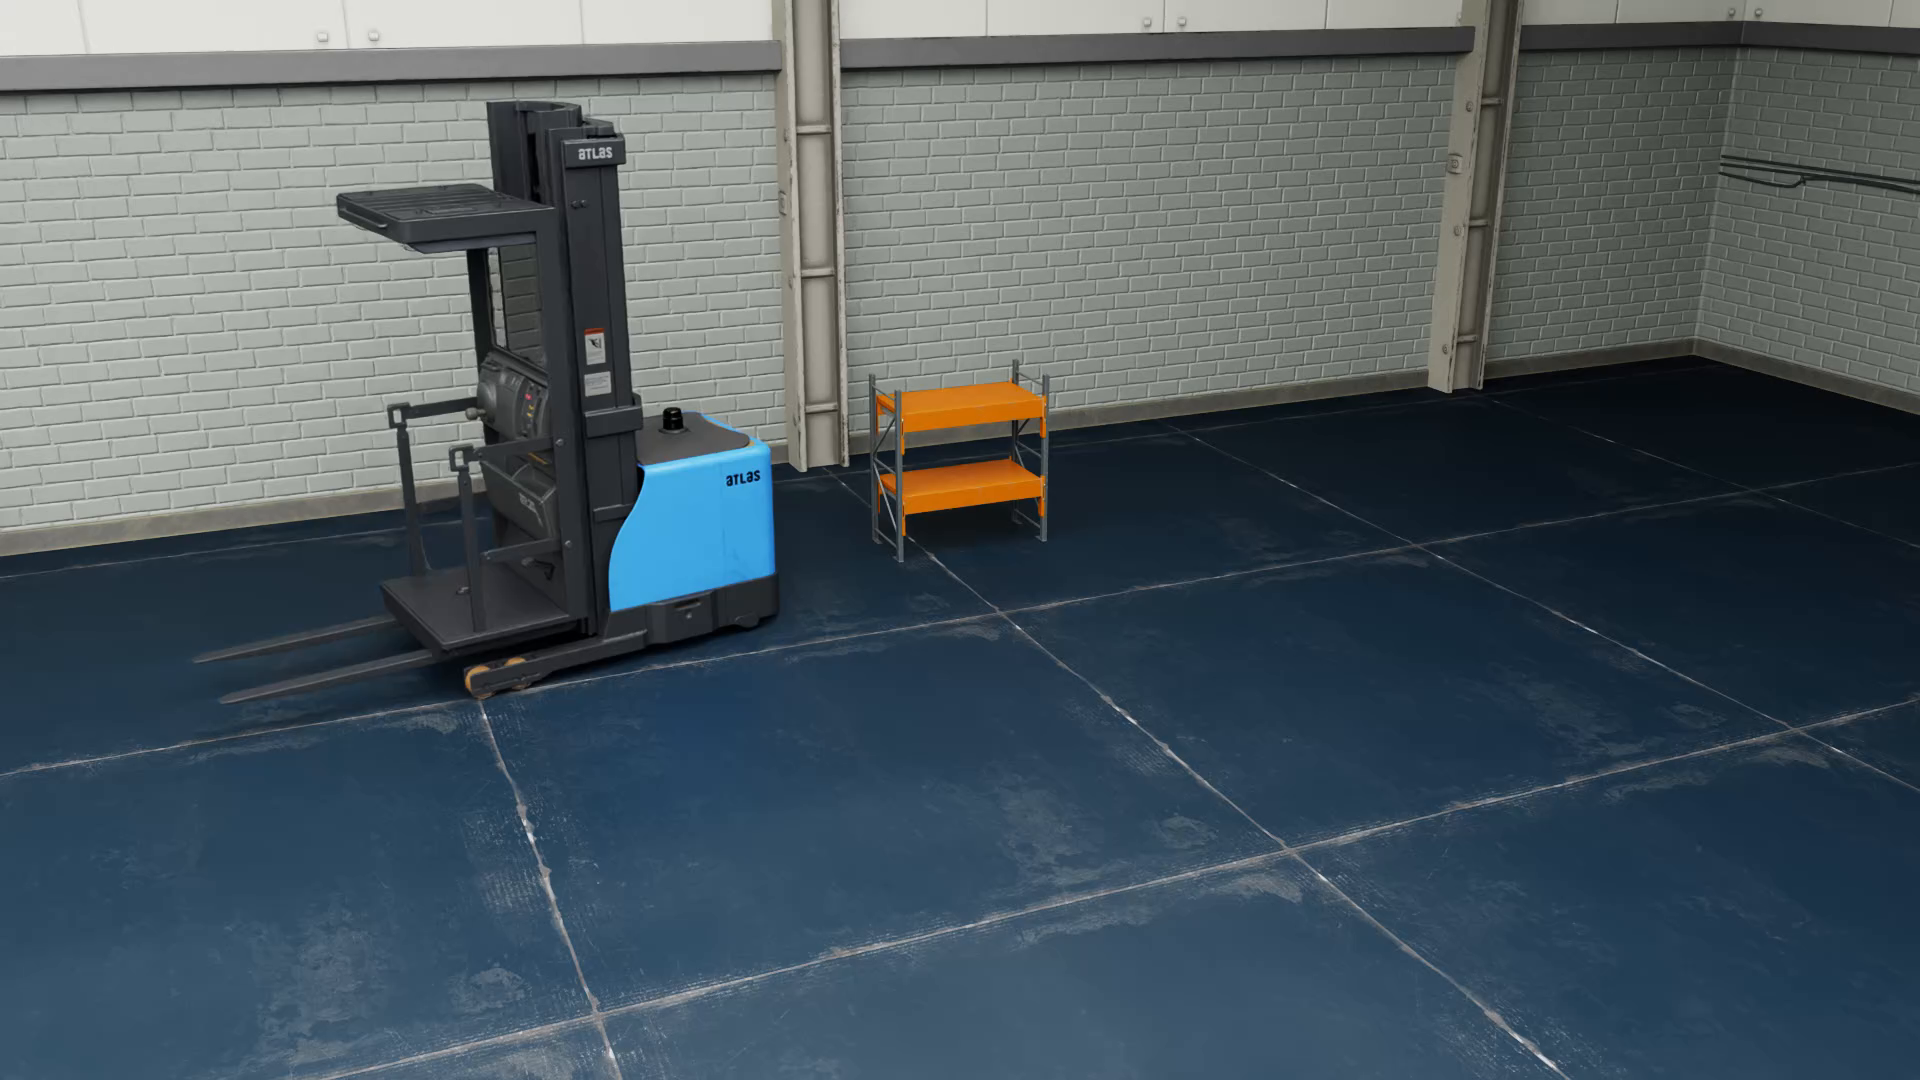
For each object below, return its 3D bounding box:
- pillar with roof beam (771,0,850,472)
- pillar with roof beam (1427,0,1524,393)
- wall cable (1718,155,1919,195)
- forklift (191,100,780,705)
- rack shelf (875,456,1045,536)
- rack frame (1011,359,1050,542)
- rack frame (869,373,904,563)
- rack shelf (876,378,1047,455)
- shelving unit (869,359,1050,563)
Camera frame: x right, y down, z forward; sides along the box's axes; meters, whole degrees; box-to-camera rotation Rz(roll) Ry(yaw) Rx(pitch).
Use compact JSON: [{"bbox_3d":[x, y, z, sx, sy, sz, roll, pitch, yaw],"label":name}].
[{"bbox_3d":[0.628,-3.514,7.453,0.400,9.000,9.100,-8,21,-22],"label":"pillar with roof beam"},{"bbox_3d":[6.137,-4.304,9.695,0.400,9.000,9.100,-8,21,-22],"label":"pillar with roof beam"},{"bbox_3d":[7.661,-4.136,13.895,0.112,2.526,3.097,-8,21,-22],"label":"wall cable"},{"bbox_3d":[-2.547,-0.755,8.752,3.031,2.935,1.130,-13,23,-33],"label":"forklift"},{"bbox_3d":[-0.006,-0.299,10.914,1.000,0.278,0.538,-8,21,-22],"label":"rack shelf"},{"bbox_3d":[0.461,-0.597,11.023,0.032,1.125,0.500,-8,21,-22],"label":"rack frame"},{"bbox_3d":[-0.473,-0.463,10.643,0.032,1.125,0.500,-8,21,-22],"label":"rack frame"},{"bbox_3d":[-0.006,-0.806,10.735,1.000,0.278,0.538,-8,21,-22],"label":"rack shelf"},{"bbox_3d":[-0.006,-0.530,10.833,1.048,1.125,0.538,-8,21,-22],"label":"shelving unit"}]
